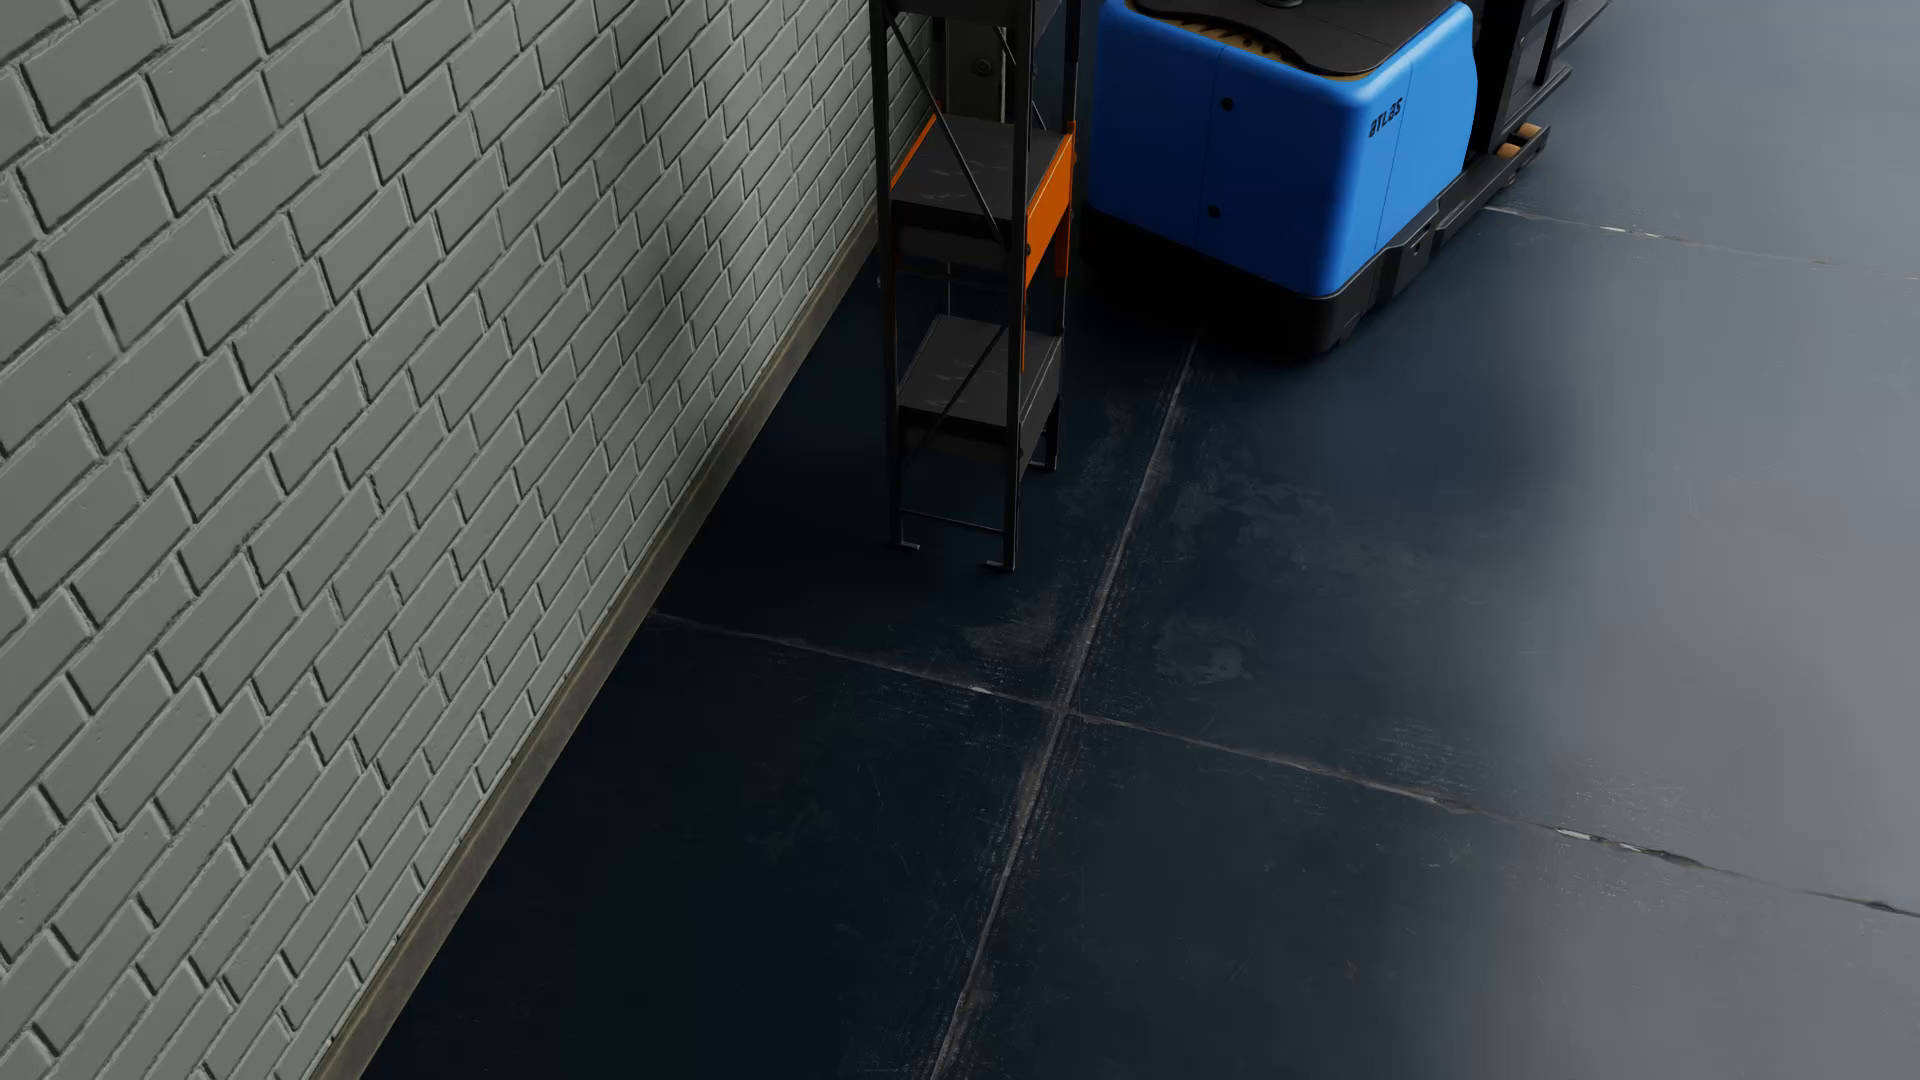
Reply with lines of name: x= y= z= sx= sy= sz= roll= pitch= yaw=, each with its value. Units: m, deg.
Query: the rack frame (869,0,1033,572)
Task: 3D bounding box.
rack frame: x=-0.024 y=-0.698 z=4.462 sx=0.400 sy=2.100 sz=0.015 roll=13 pitch=46 yaw=12

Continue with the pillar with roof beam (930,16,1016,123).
pillar with roof beam: x=4.182 y=-4.069 z=2.974 sx=9.100 sy=9.000 sz=0.400 roll=13 pitch=46 yaw=13

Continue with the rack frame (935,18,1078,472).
rack frame: x=0.124 y=-1.023 z=4.795 sx=0.400 sy=2.100 sz=0.015 roll=13 pitch=46 yaw=12

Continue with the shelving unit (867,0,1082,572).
shelving unit: x=0.050 y=-0.861 z=4.628 sx=0.431 sy=2.100 sz=0.503 roll=13 pitch=46 yaw=12

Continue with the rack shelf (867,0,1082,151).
rack shelf: x=0.050 y=-1.351 z=4.148 sx=0.431 sy=0.518 sz=0.480 roll=13 pitch=46 yaw=12

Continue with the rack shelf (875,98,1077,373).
rack shelf: x=0.050 y=-0.851 z=4.638 sx=0.431 sy=0.518 sz=0.480 roll=13 pitch=46 yaw=12

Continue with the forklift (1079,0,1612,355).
forklift: x=1.749 y=-2.670 z=5.883 sx=1.130 sy=2.935 sz=3.031 roll=29 pitch=51 yaw=26

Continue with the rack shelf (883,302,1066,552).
rack shelf: x=0.050 y=-0.351 z=5.127 sx=0.431 sy=0.518 sz=0.480 roll=13 pitch=46 yaw=12
